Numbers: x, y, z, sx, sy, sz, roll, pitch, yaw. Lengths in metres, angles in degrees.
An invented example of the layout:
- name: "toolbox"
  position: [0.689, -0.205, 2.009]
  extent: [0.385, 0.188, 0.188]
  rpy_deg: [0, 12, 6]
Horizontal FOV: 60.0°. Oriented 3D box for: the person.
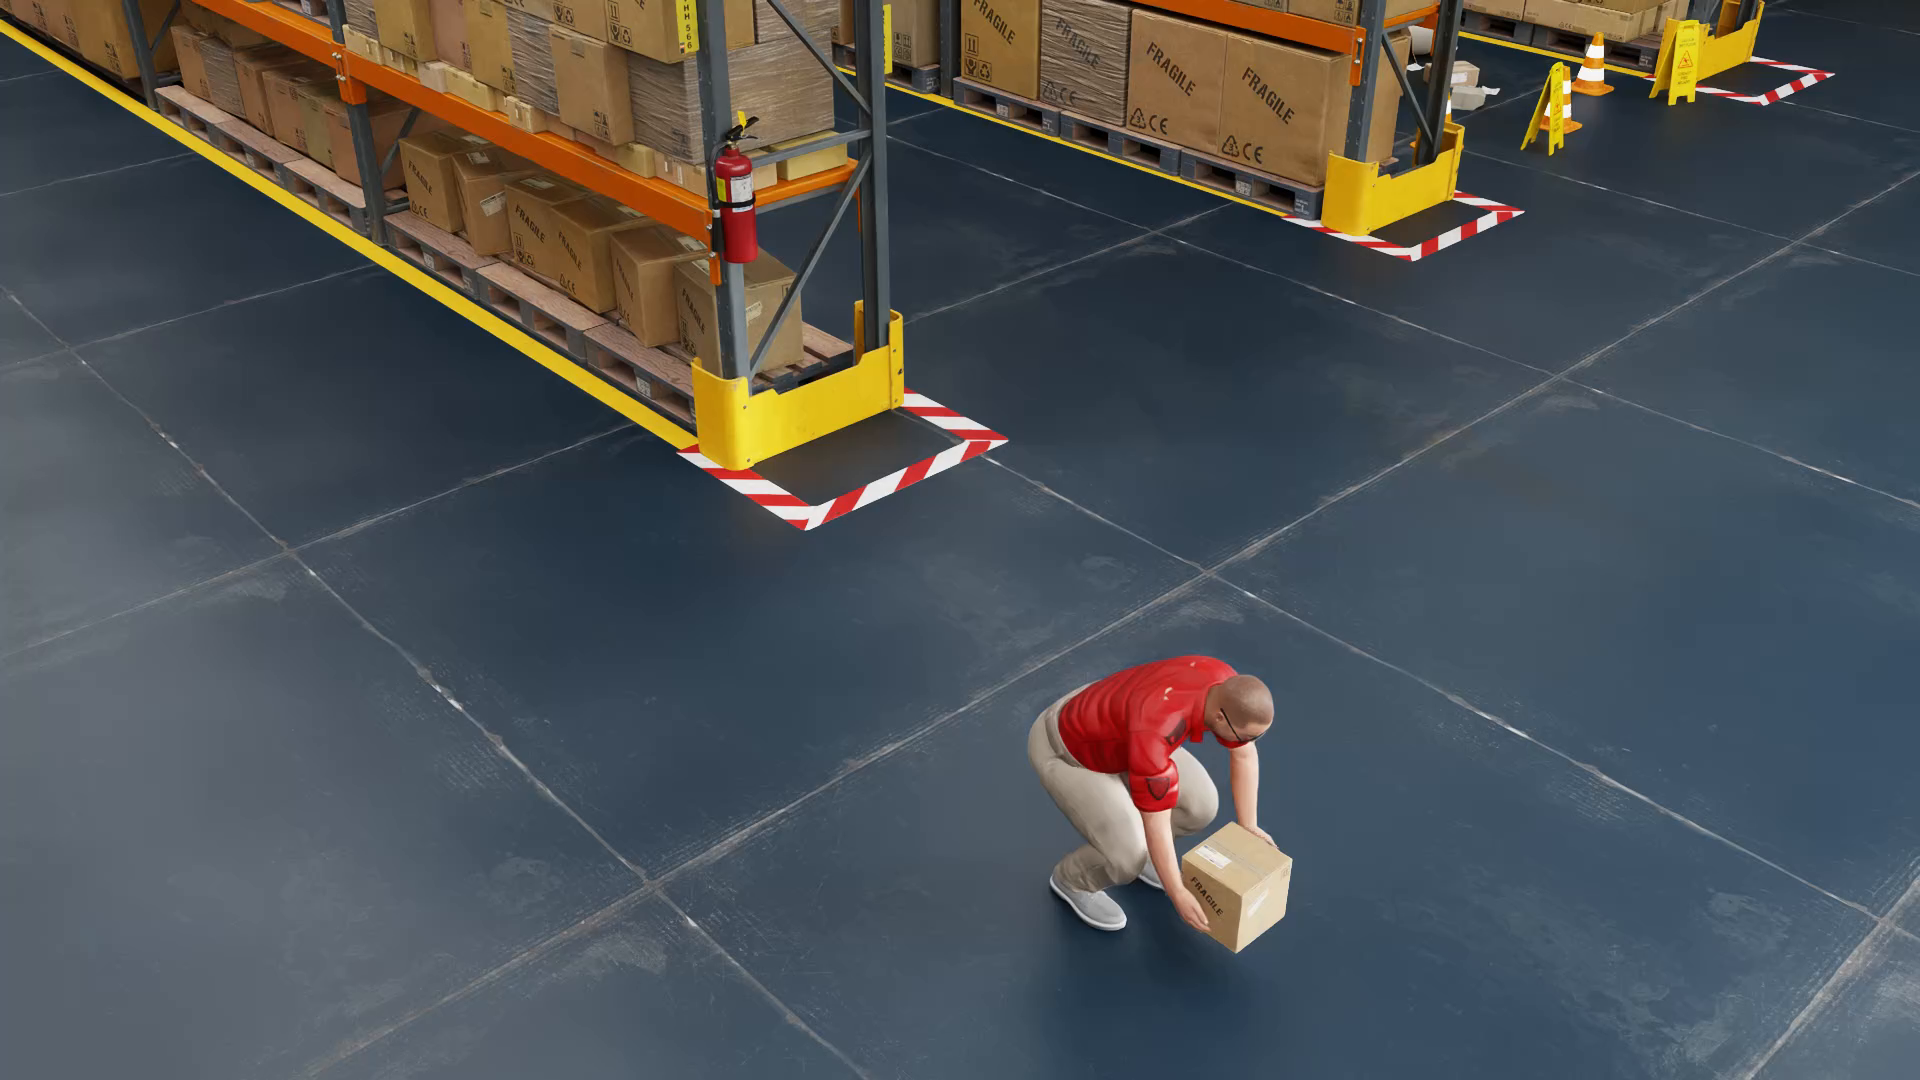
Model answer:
- name: "person"
  position: [0.641, 0.781, 5.506]
  extent: [0.576, 1.077, 0.844]
  rpy_deg: [-26, 40, -35]
